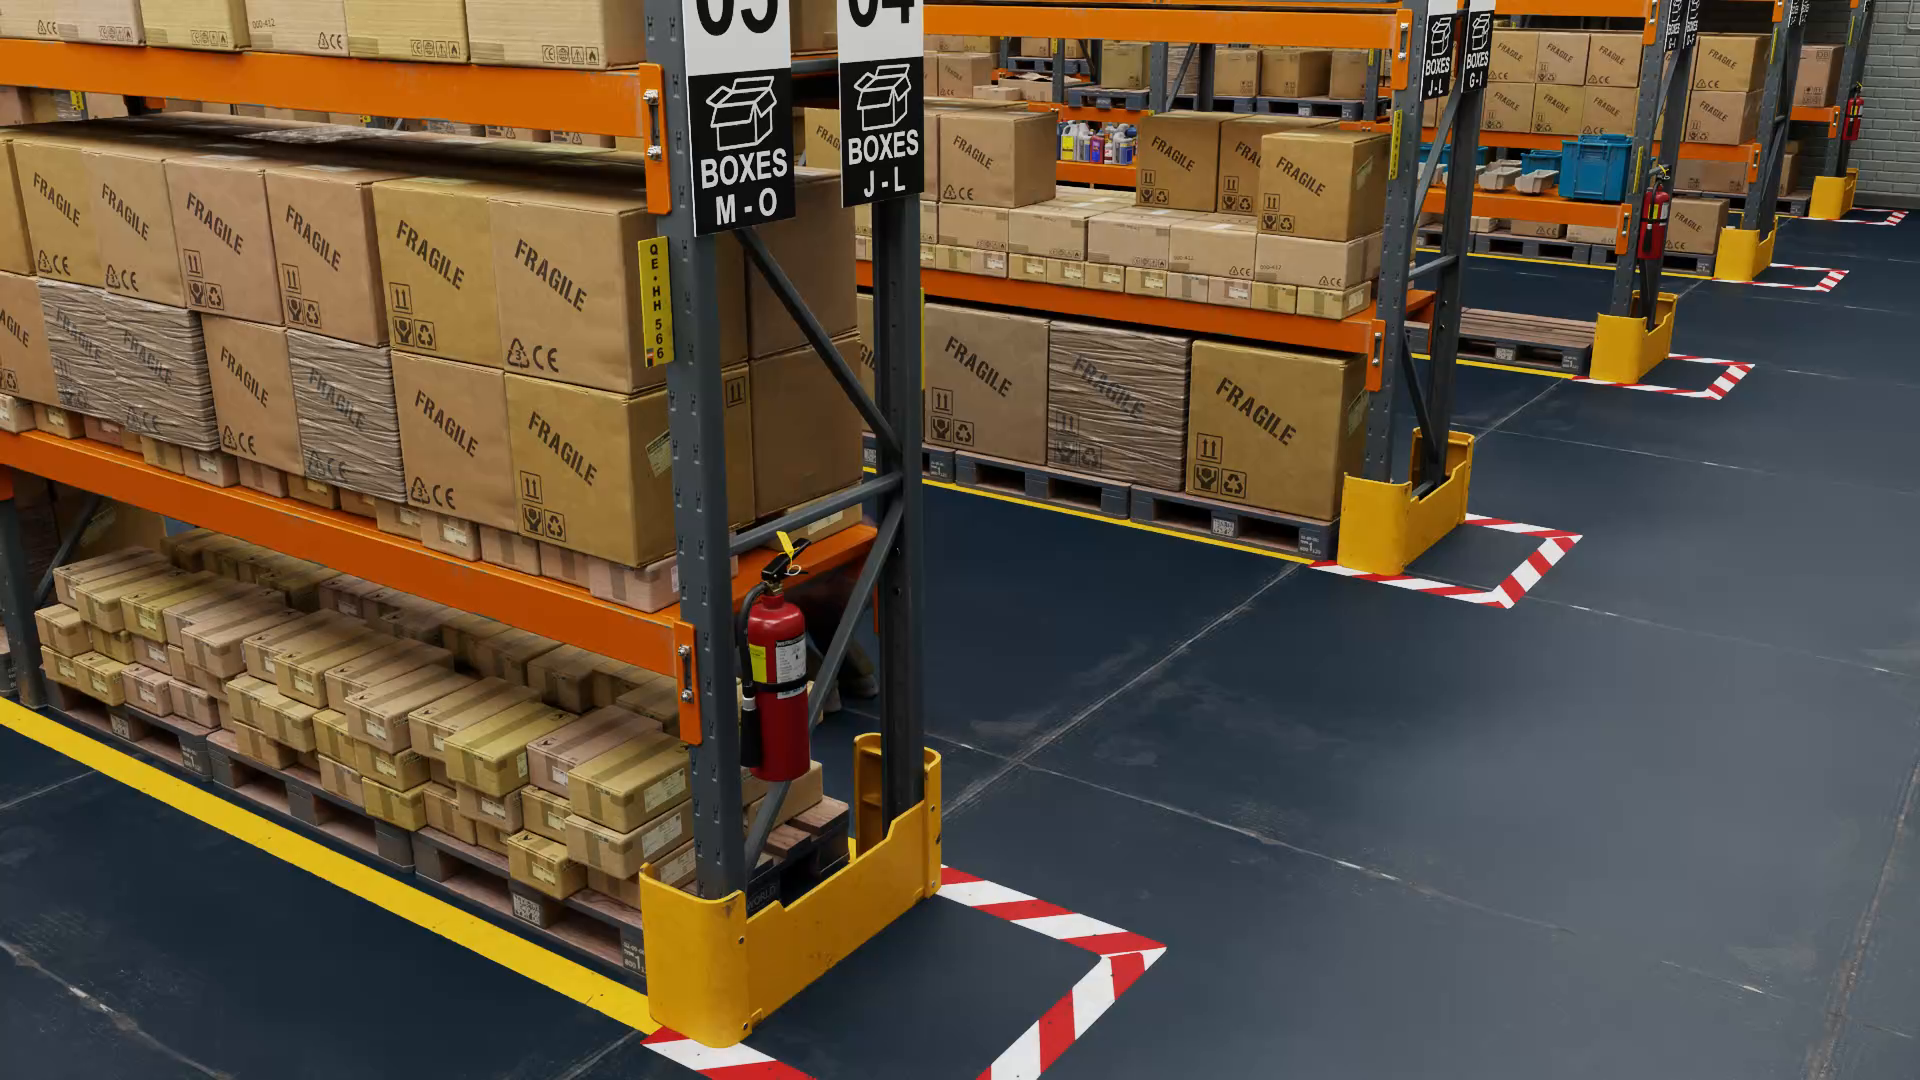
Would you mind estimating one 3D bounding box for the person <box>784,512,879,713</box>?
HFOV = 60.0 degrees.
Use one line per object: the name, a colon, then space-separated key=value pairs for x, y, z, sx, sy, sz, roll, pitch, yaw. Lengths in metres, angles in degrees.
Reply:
person: x=-0.725 y=0.215 z=7.197 sx=0.954 sy=0.970 sz=0.581 roll=10 pitch=22 yaw=26
